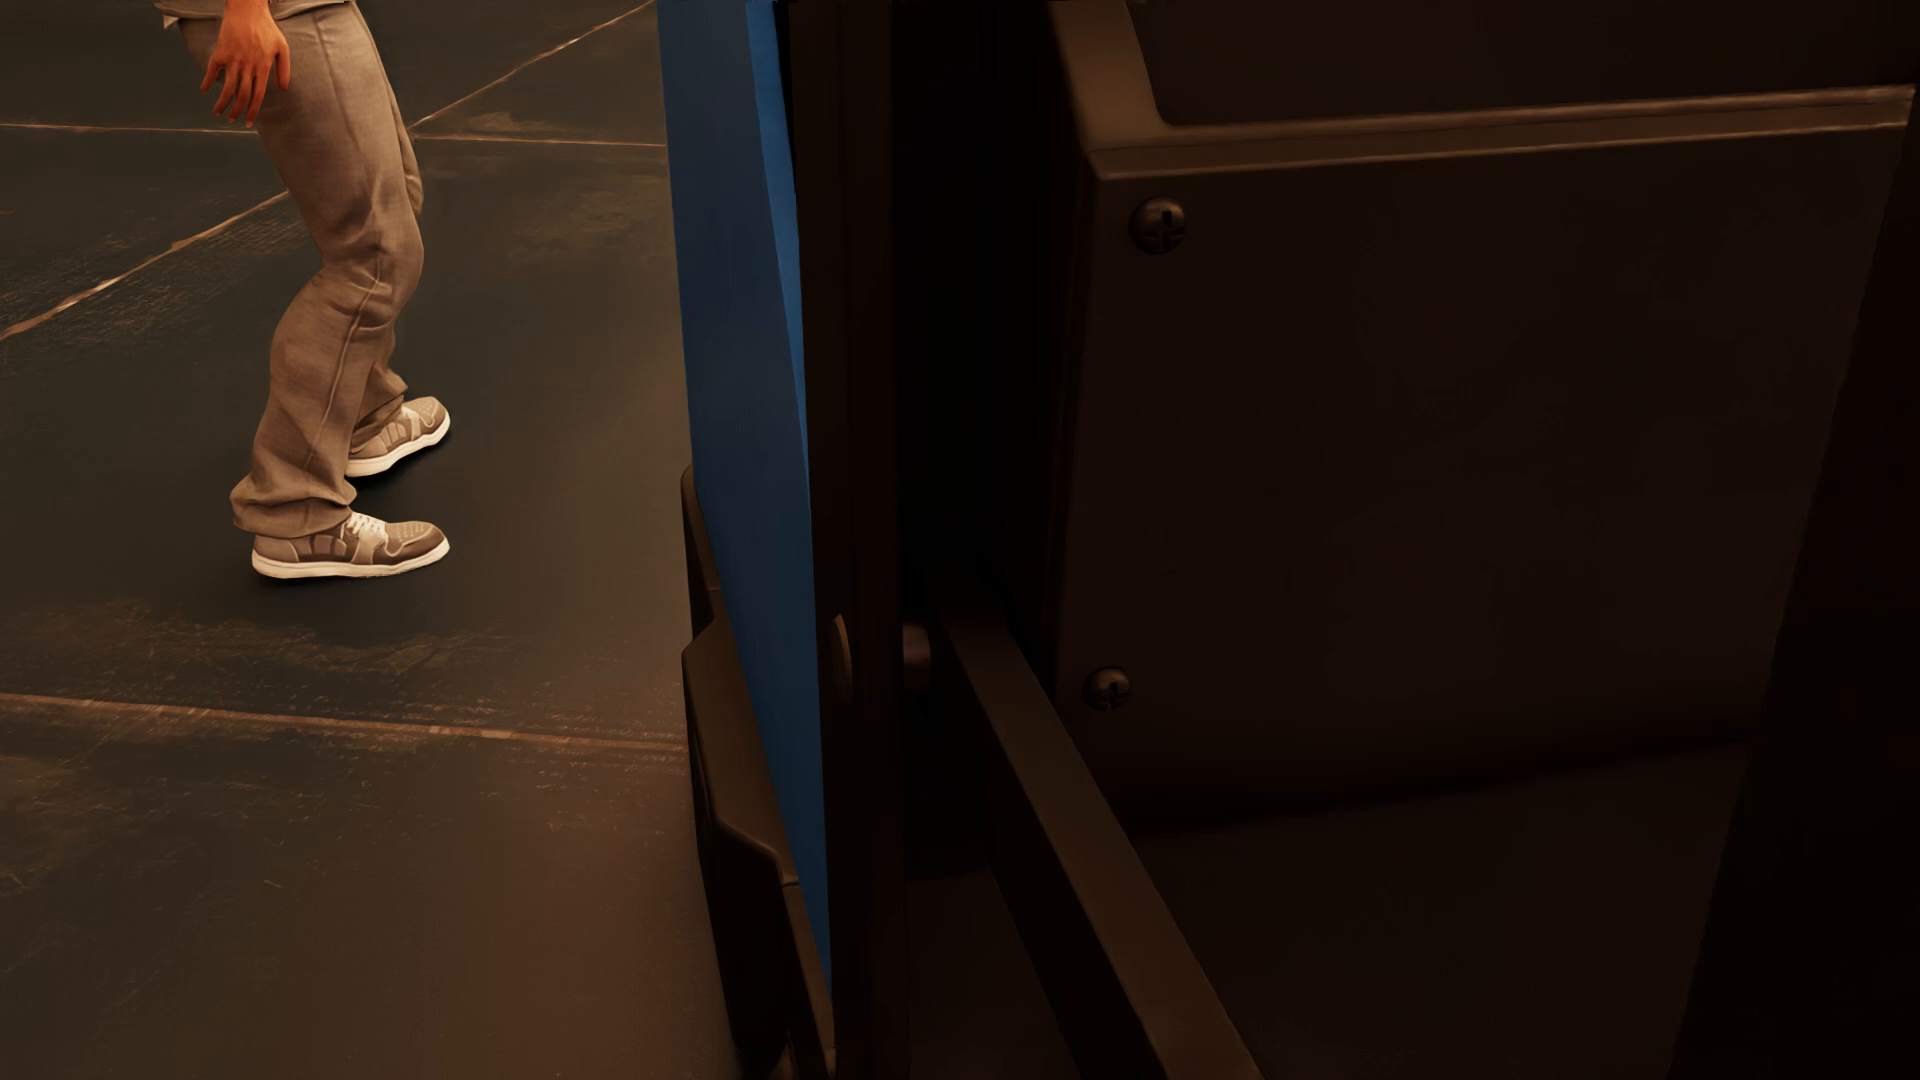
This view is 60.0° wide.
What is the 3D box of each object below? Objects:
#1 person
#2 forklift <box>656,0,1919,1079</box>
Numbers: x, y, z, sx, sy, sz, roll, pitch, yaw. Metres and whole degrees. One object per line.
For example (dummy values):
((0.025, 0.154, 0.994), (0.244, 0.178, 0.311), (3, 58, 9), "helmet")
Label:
((-0.890, -0.716, 2.199), (0.388, 1.570, 0.732), (-11, 28, -21), "person")
((0.531, -0.547, 0.312), (1.130, 2.935, 3.031), (-6, 27, -13), "forklift")
